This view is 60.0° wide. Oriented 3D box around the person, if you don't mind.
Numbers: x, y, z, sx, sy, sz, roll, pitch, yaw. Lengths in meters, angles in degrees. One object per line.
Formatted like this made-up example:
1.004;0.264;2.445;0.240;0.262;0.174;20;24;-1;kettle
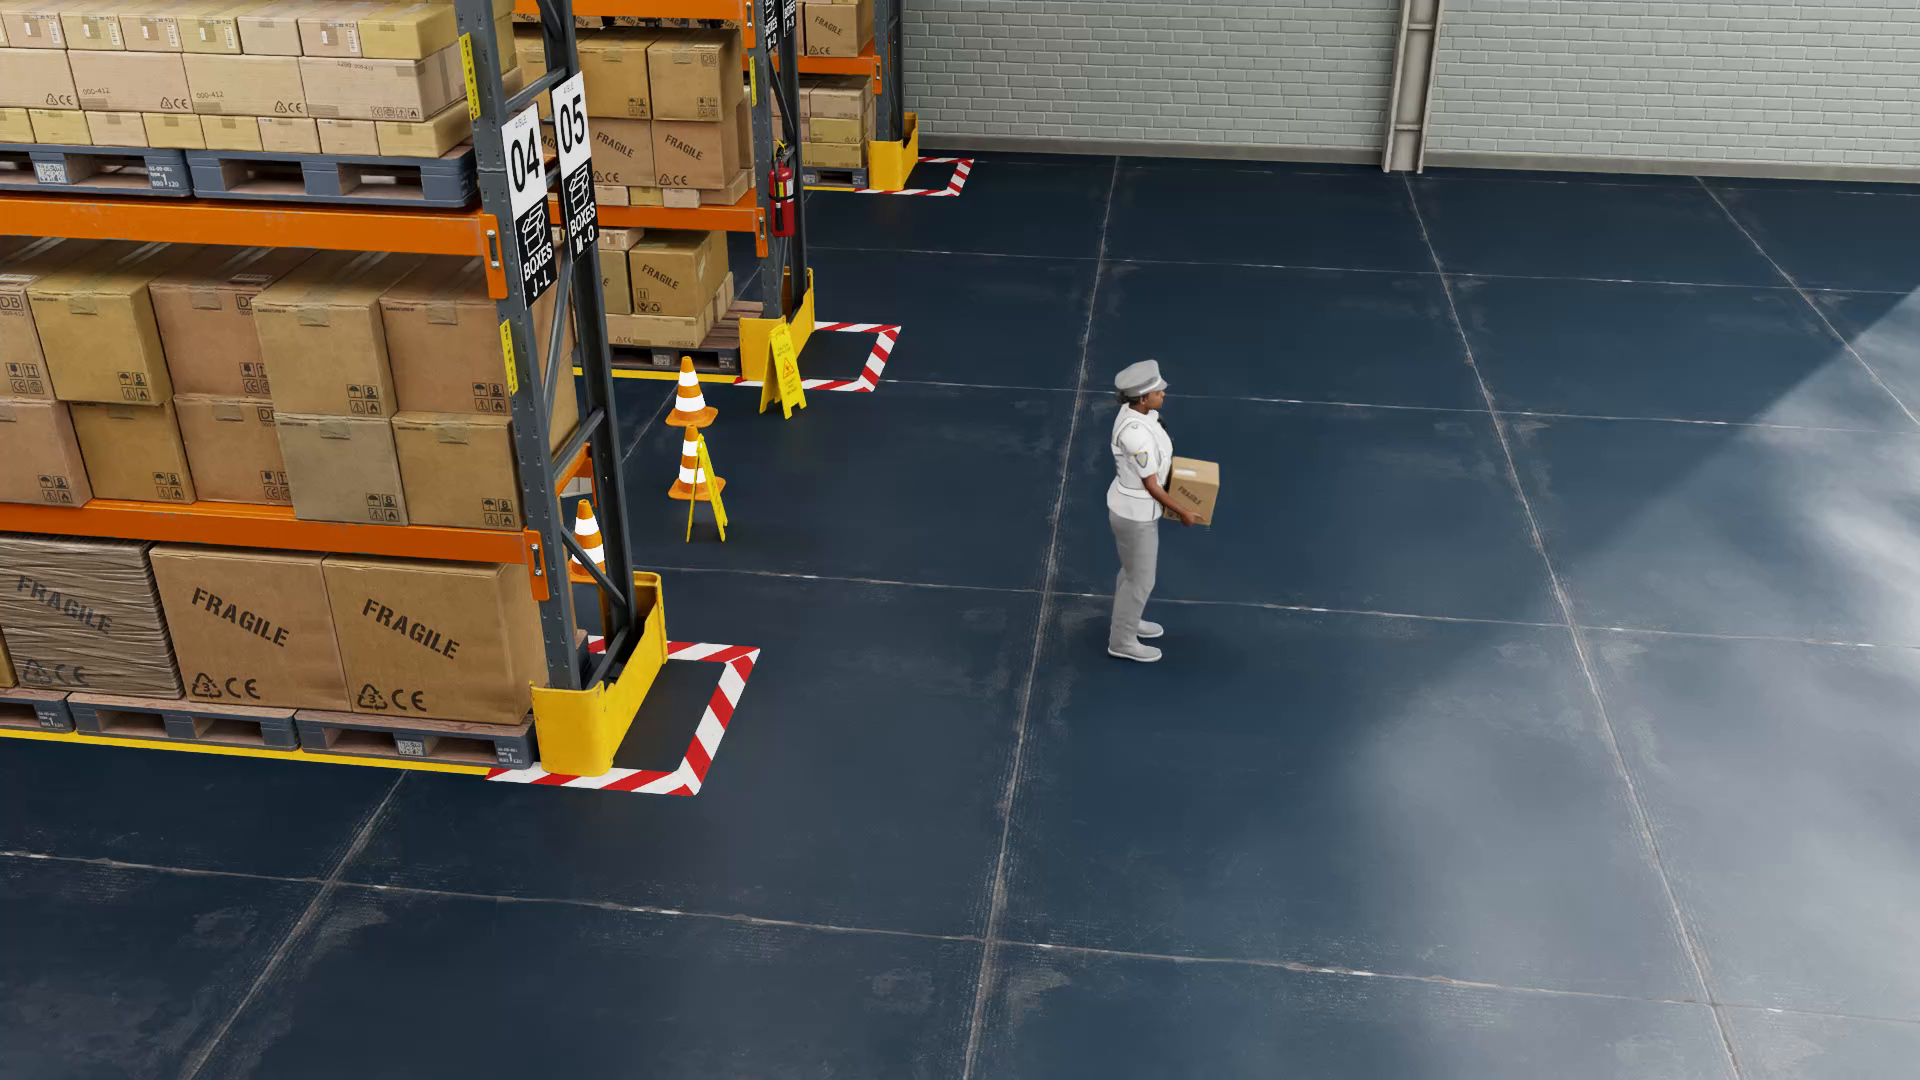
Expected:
0.959;-0.150;8.899;0.384;1.658;0.503;2;29;5;person
